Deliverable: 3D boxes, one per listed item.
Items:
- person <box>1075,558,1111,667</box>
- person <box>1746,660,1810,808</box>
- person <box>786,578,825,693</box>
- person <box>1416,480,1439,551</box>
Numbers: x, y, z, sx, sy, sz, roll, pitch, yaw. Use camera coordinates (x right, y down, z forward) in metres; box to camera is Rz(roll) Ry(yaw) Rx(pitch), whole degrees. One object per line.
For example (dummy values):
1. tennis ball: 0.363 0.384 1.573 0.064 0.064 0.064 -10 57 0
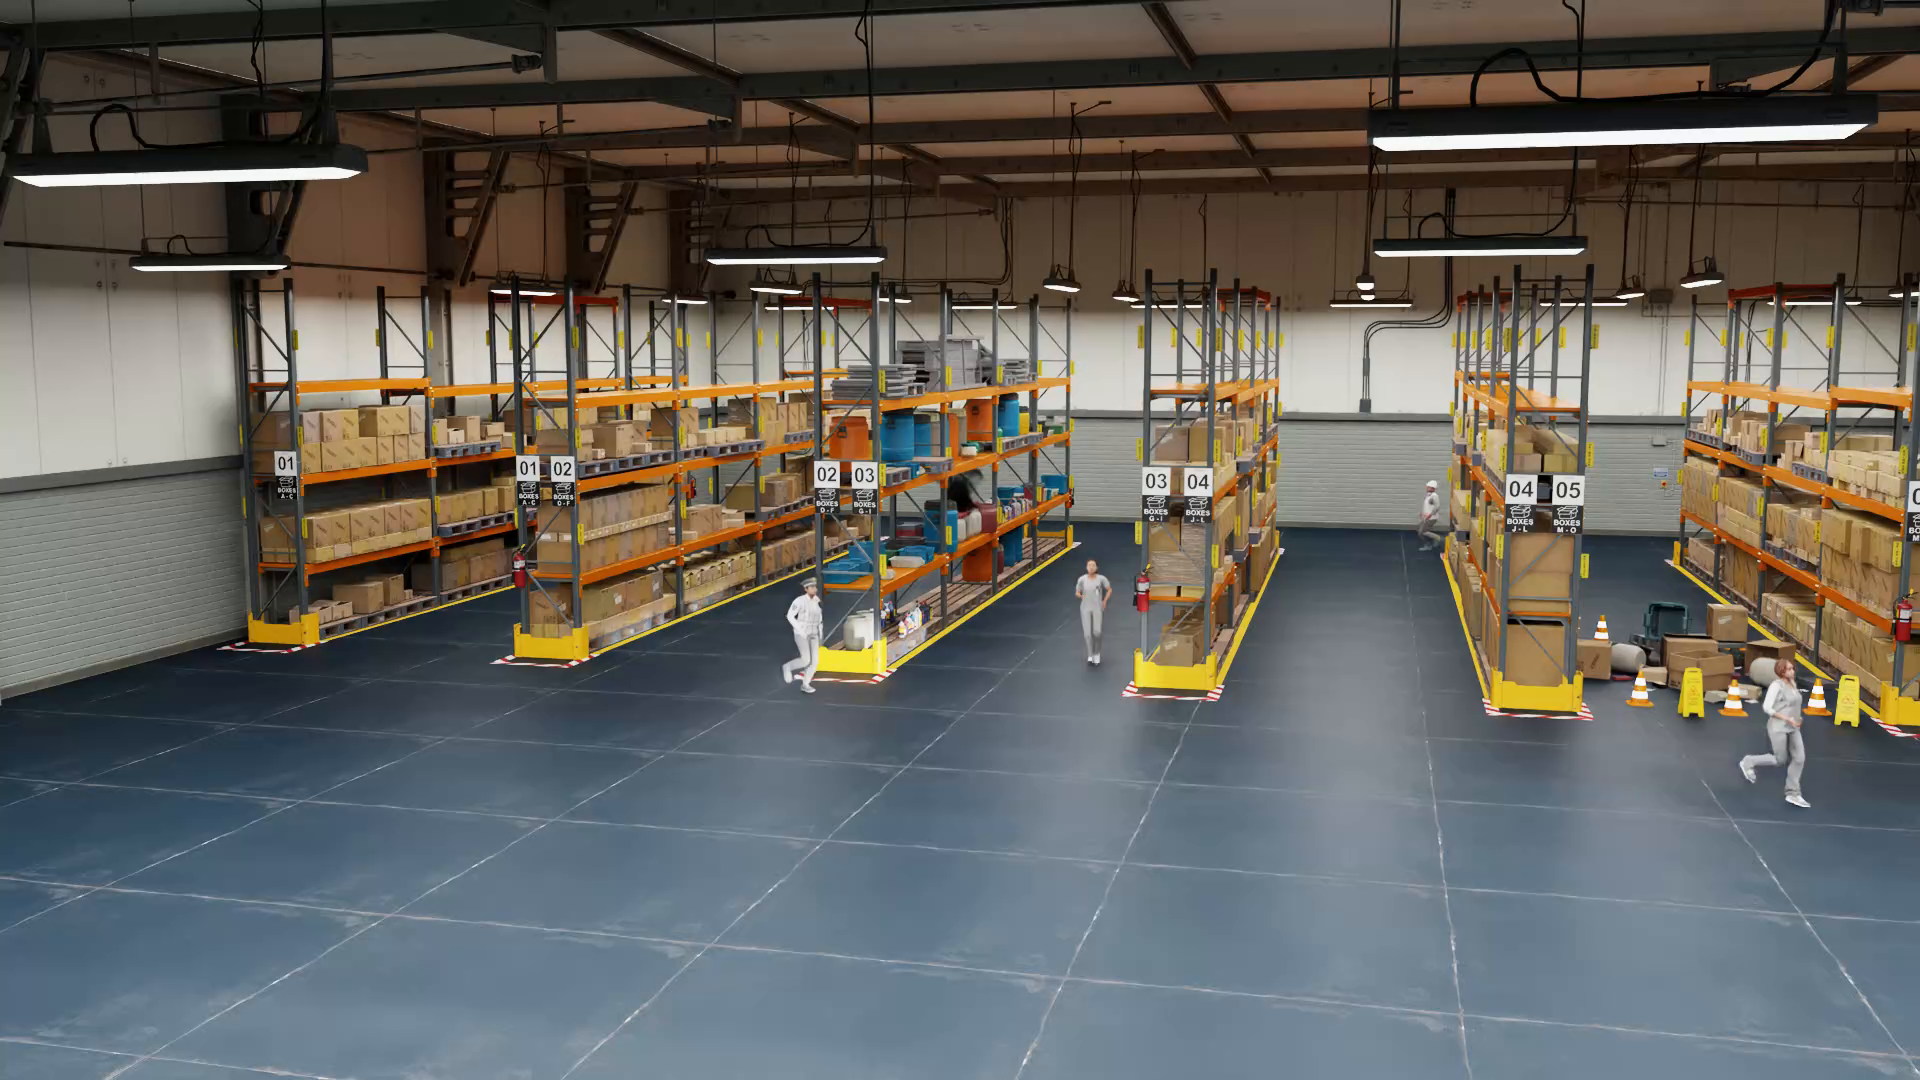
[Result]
1. person: 2.034 1.116 25.617 0.545 1.689 0.654 1 7 10
2. person: 8.969 2.077 18.109 0.548 1.572 0.729 -4 8 -29
3. person: -2.208 1.343 23.841 0.540 1.638 0.612 6 9 39
4. person: 11.082 -0.566 39.426 0.525 1.708 0.709 0 7 3
